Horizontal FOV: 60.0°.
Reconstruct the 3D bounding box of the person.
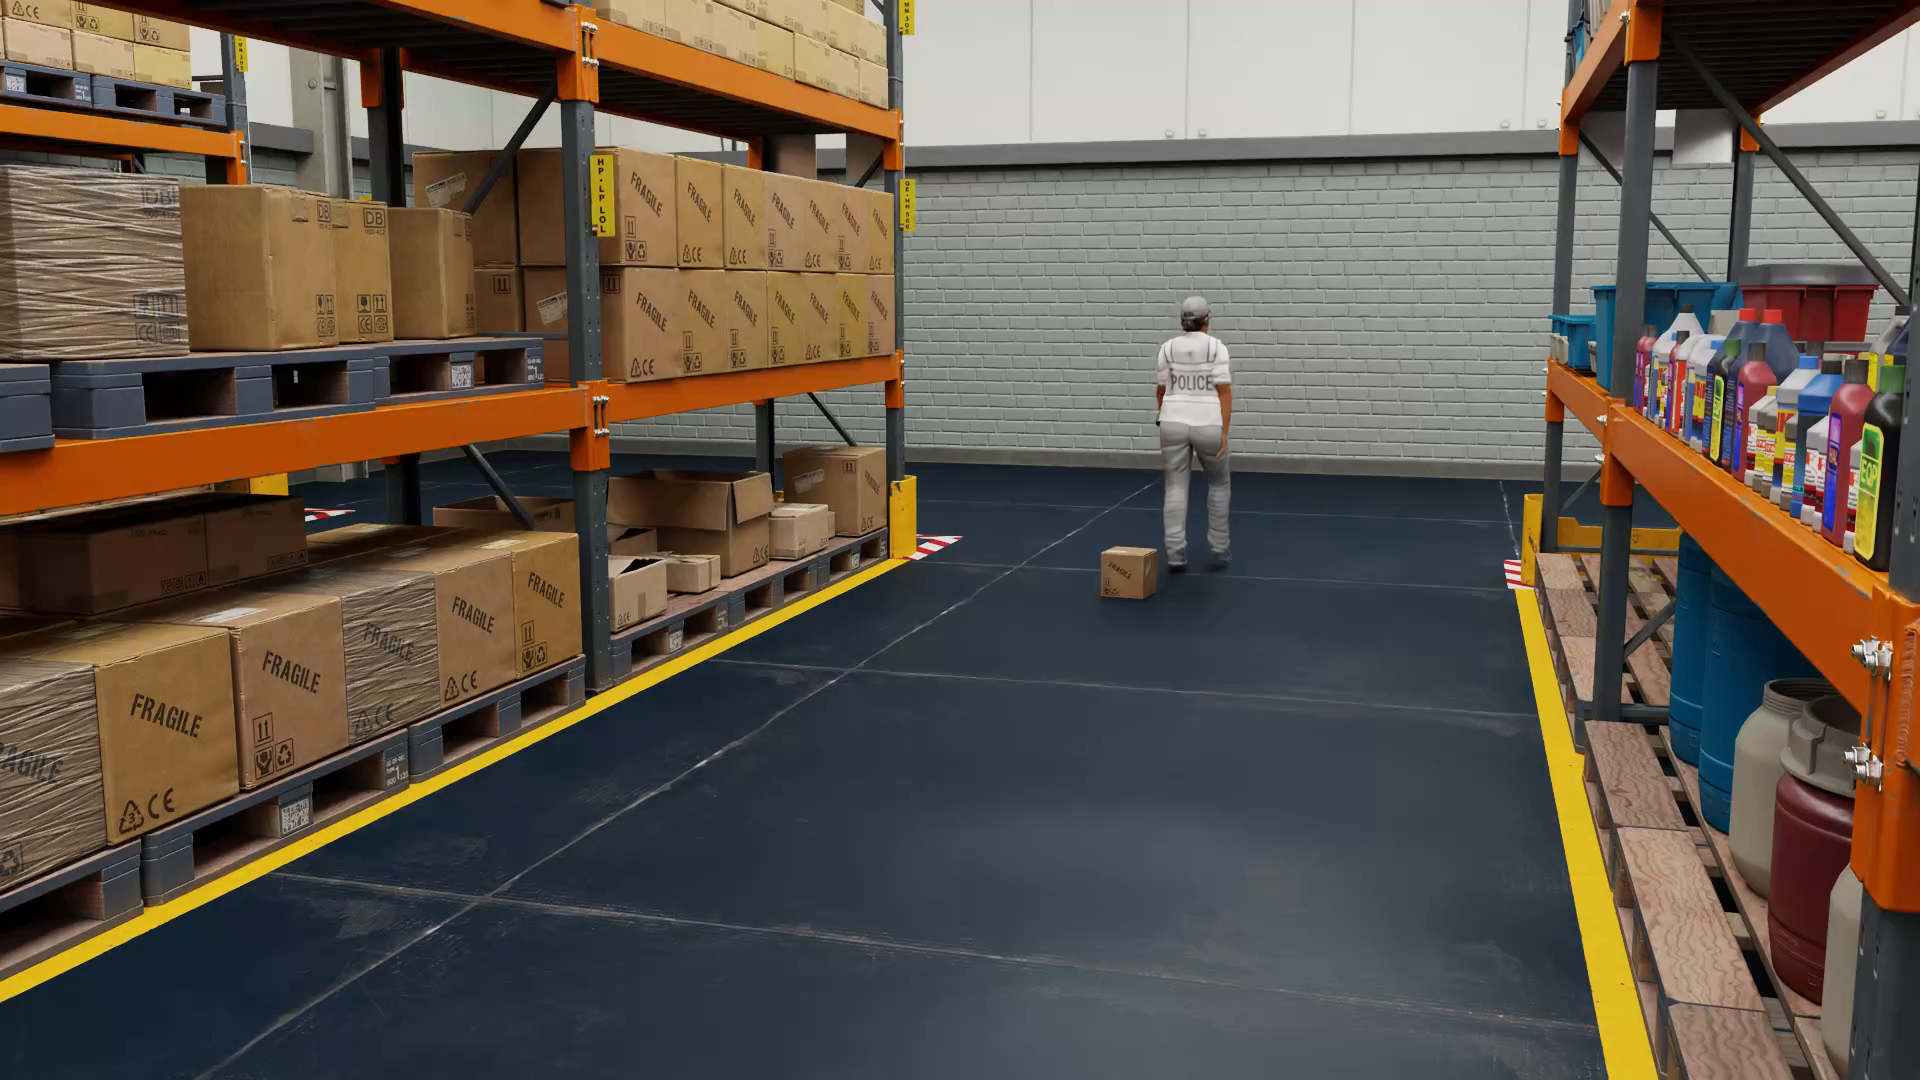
[{"bbox_3d":[1.451,-0.644,10.273,0.491,1.709,0.730,3,9,17],"label":"person"}]
